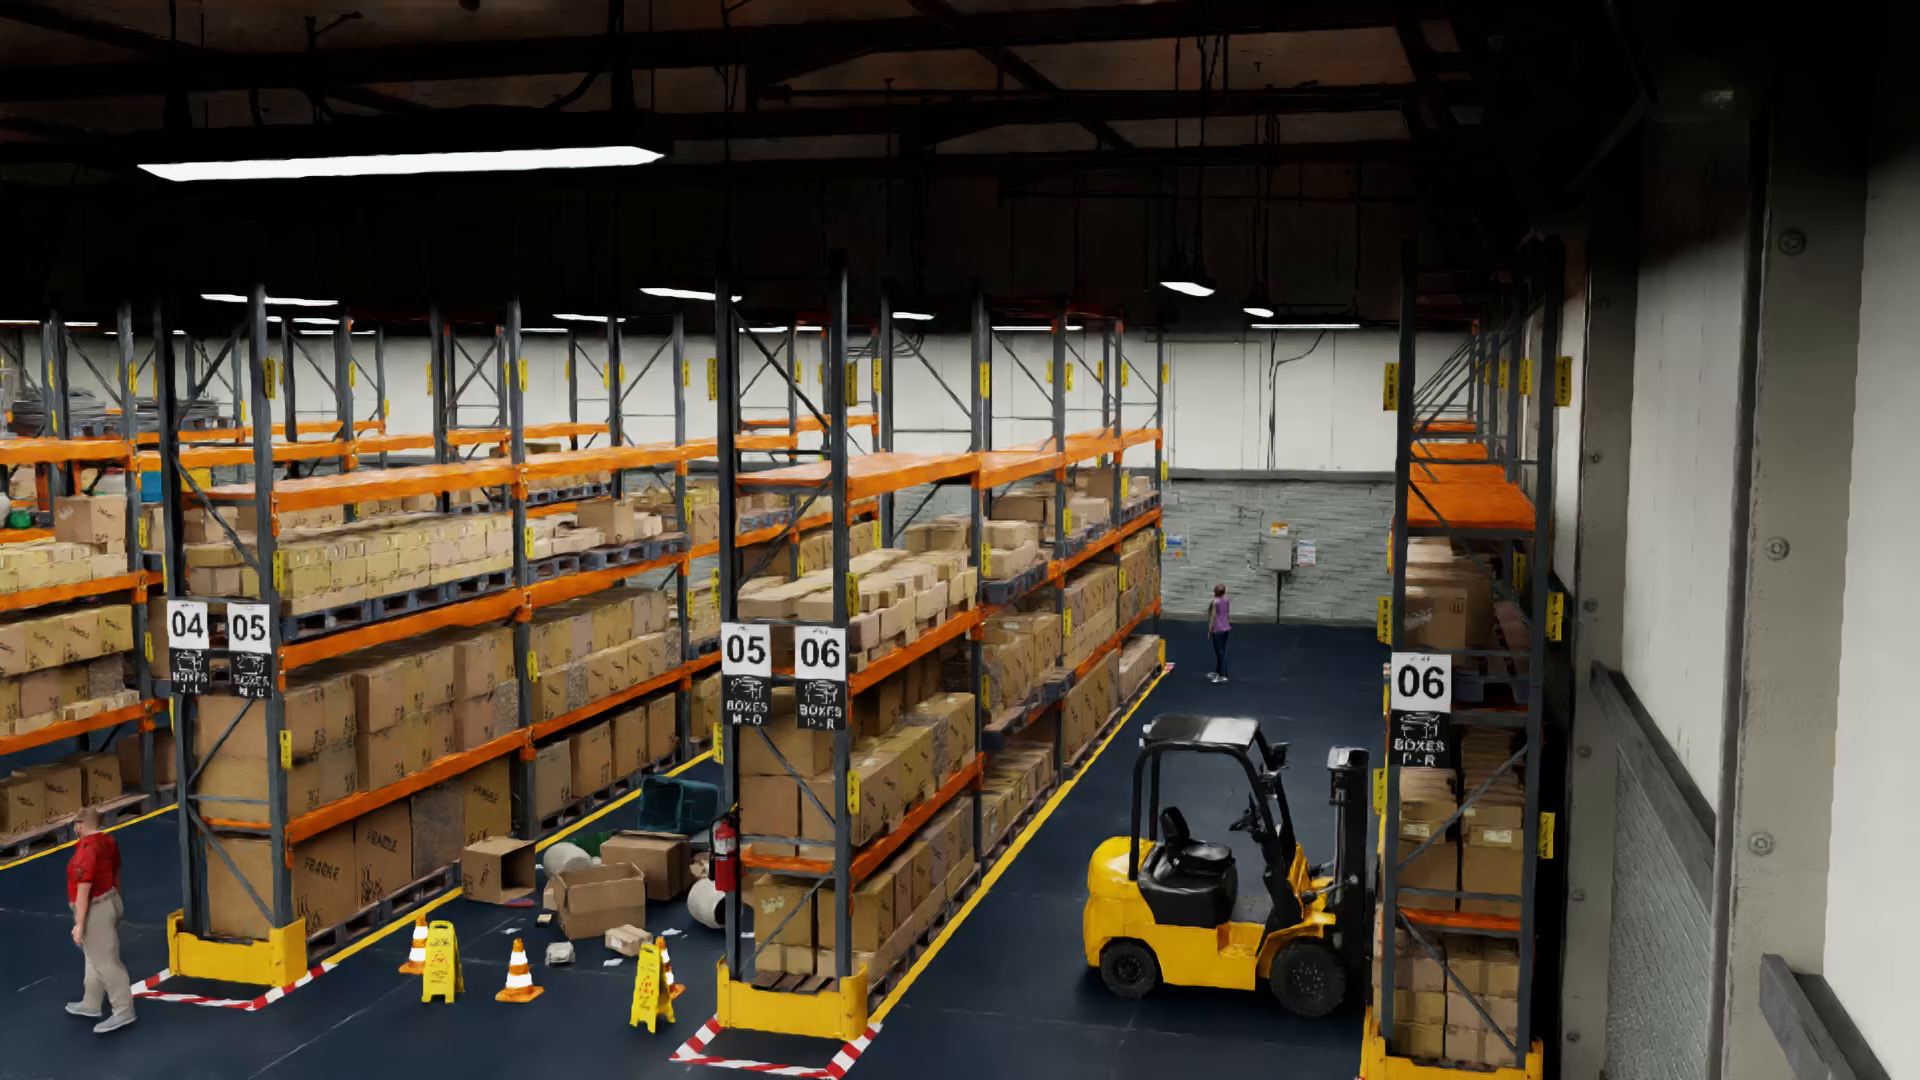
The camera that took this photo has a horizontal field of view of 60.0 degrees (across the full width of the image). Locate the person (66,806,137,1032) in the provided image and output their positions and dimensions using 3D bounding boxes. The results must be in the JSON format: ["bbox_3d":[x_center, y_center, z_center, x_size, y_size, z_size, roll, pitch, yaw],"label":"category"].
[{"bbox_3d":[-6.797,2.934,13.040,0.634,1.716,0.674,-1,6,-8],"label":"person"}]

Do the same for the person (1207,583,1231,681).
[{"bbox_3d":[4.236,1.493,27.164,0.494,1.596,0.511,-6,8,-44],"label":"person"}]
